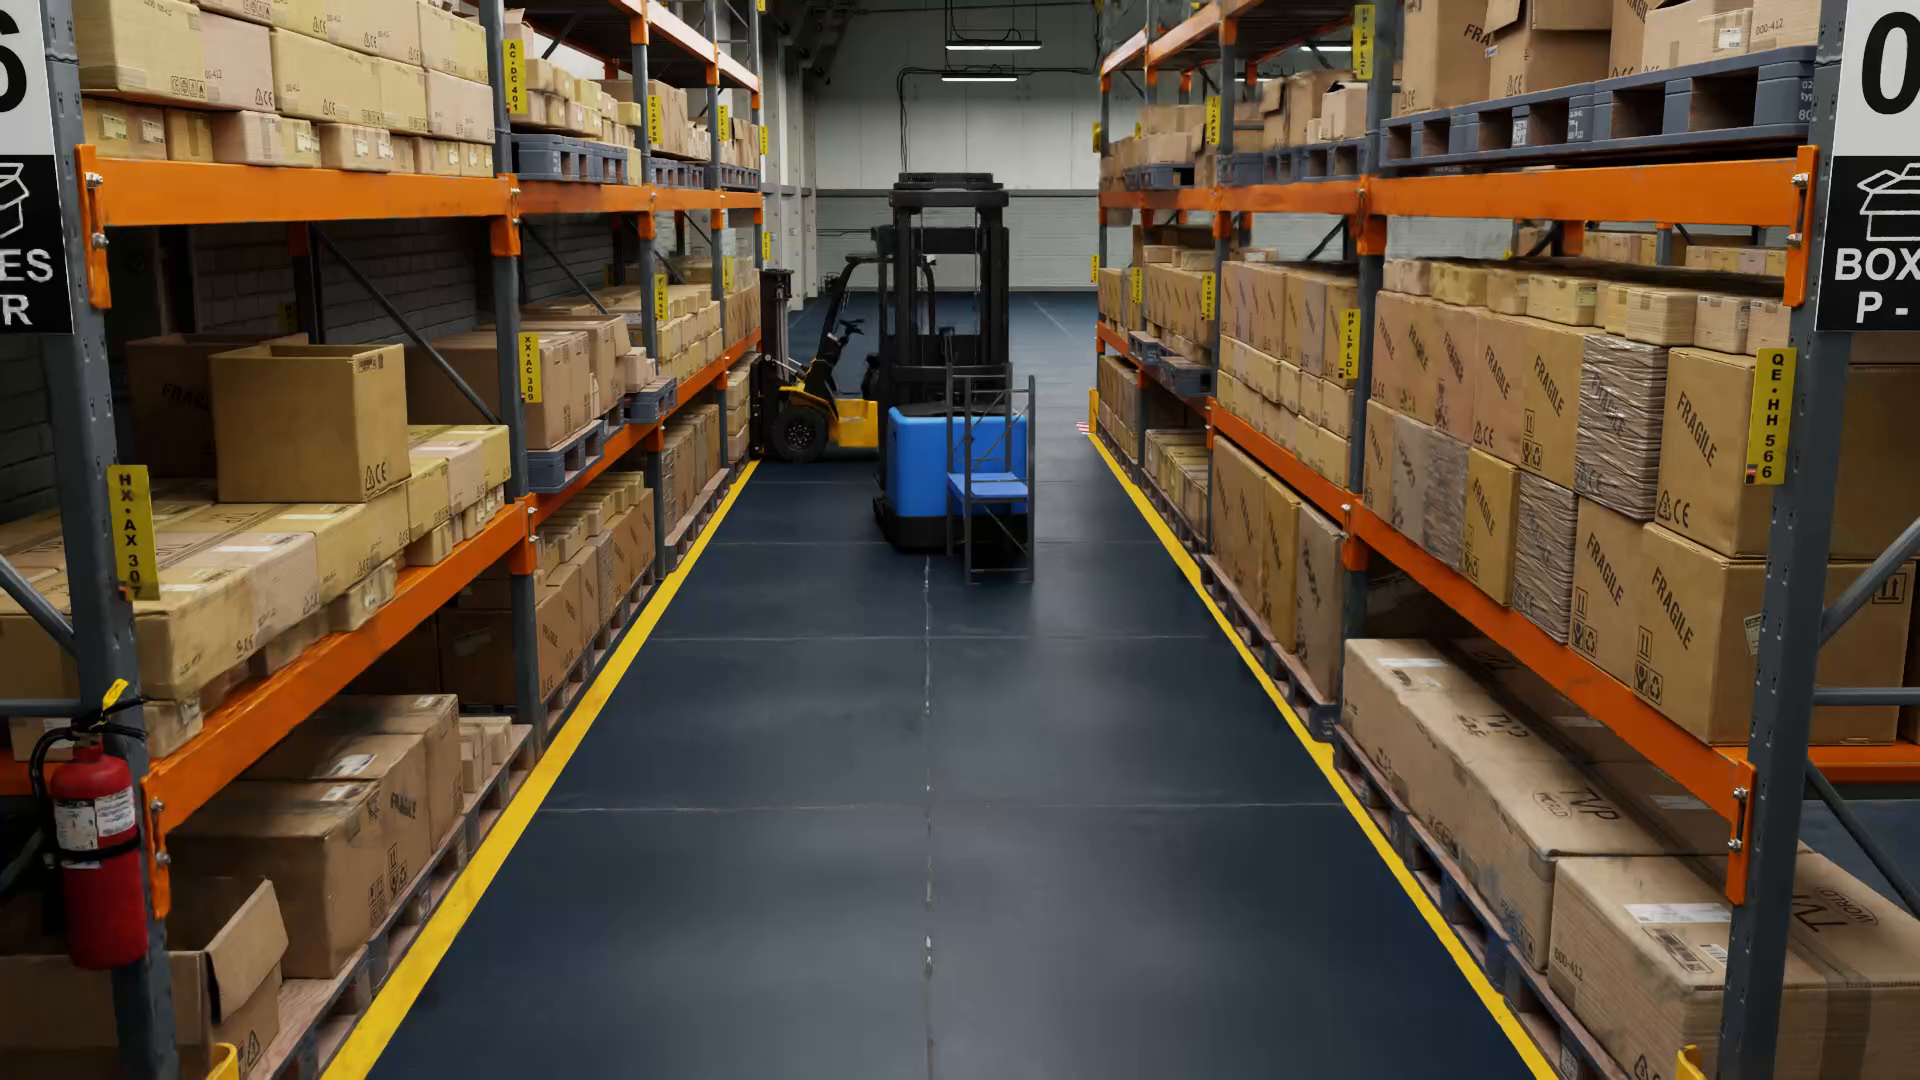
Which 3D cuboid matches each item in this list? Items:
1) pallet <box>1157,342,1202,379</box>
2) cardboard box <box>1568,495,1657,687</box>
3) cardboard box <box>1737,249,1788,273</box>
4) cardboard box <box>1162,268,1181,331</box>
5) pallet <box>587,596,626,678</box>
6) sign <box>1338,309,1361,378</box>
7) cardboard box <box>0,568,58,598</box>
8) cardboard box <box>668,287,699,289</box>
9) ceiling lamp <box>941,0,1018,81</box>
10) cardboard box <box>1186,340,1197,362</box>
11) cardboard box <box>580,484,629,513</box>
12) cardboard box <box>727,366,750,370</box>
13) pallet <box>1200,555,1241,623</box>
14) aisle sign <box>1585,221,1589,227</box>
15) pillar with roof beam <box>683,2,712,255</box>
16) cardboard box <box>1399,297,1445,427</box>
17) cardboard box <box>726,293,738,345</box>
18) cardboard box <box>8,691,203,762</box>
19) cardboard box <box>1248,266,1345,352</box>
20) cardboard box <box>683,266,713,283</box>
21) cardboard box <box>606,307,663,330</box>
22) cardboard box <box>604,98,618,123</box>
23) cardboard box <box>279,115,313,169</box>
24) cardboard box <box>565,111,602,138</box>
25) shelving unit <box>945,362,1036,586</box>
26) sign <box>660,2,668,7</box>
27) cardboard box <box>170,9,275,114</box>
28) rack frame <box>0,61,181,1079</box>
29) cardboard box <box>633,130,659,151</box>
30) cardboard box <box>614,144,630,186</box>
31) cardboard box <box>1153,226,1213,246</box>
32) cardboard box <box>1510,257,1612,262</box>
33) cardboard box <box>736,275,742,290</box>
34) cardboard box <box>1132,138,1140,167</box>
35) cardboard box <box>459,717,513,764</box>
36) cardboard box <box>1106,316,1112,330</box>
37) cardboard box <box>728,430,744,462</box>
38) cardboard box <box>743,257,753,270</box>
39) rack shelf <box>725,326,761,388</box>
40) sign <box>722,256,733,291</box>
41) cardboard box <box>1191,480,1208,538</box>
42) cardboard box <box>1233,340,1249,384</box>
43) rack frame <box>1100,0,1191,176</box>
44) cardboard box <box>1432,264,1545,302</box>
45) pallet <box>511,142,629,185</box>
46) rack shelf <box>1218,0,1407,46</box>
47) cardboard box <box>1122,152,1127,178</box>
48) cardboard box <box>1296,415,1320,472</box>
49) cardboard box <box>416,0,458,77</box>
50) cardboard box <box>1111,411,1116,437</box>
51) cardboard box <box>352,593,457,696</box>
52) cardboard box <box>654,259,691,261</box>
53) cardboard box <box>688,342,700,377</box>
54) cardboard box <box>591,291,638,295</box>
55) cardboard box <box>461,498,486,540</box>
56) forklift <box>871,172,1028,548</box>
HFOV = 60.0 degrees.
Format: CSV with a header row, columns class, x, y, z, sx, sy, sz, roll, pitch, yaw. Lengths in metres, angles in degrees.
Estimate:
class,x,y,z,sx,sy,sz,roll,pitch,yaw
pallet,2.226,-1.499,13.885,1.003,0.211,1.213,0,11,-1
cardboard box,2.203,0.147,5.038,0.500,0.500,0.500,0,11,-2
cardboard box,7.211,-2.273,14.451,0.700,0.500,0.500,0,11,-1
cardboard box,1.977,-2.001,13.821,0.500,0.500,0.500,-1,11,-3
pallet,-2.655,0.579,10.175,1.003,0.211,1.213,0,11,-1
sign,1.848,-0.929,7.880,0.100,0.325,0.005,0,11,-1
cardboard box,-2.764,0.249,4.415,0.500,0.250,0.500,0,11,1
cardboard box,-2.532,-2.173,14.844,0.380,0.149,0.250,0,11,-1
ceiling lamp,0.502,-13.642,43.489,2.000,3.185,0.800,0,11,-1
cardboard box,1.938,-1.449,12.734,0.380,0.149,0.250,0,11,-2
cardboard box,-2.393,-0.273,10.961,0.380,0.149,0.250,-1,11,-3
cardboard box,-2.459,-1.724,17.858,0.500,0.250,0.500,0,11,-2
pallet,2.249,0.324,11.430,1.003,0.211,1.213,0,11,-1
aisle sign,7.388,-4.120,19.782,0.394,0.787,0.004,0,11,-1
pillar with roof beam,0.473,-6.777,24.331,9.100,9.000,0.400,0,11,-1
cardboard box,2.162,-0.747,6.932,0.500,0.500,0.500,0,11,-2
cardboard box,-2.513,-2.215,16.682,0.500,0.500,0.500,0,11,0
cardboard box,-2.222,0.469,4.337,0.380,0.149,0.250,0,11,-2
cardboard box,2.089,-1.438,10.336,0.500,0.500,0.500,0,11,0
cardboard box,-2.447,-2.551,15.957,0.380,0.149,0.250,0,11,0
cardboard box,-2.367,-1.610,12.067,0.380,0.149,0.250,0,11,1
cardboard box,-2.396,-2.744,10.620,0.380,0.149,0.250,-1,11,-3
cardboard box,-2.198,-1.204,5.039,0.380,0.149,0.250,0,11,-1
cardboard box,-2.238,-2.351,9.385,0.380,0.149,0.250,0,11,0
shelving unit,0.215,-0.516,12.333,0.538,1.500,1.048,-2,12,-7
sign,-3.375,-6.243,18.951,0.100,0.325,0.005,0,11,-1
cardboard box,-2.256,-1.321,4.609,0.500,0.250,0.500,0,11,0
rack frame,-2.489,0.412,3.984,1.000,3.000,0.127,0,11,-1
cardboard box,-2.358,-2.859,11.844,0.380,0.166,0.250,0,11,-1
cardboard box,-2.390,-2.374,10.549,0.500,0.250,0.500,0,11,-1
cardboard box,2.359,-3.073,17.645,0.700,0.500,0.500,0,11,-2
cardboard box,2.715,-1.201,7.539,0.380,0.149,0.250,0,11,-2
cardboard box,-2.493,-2.712,17.501,0.380,0.149,0.250,0,11,-2
cardboard box,1.836,-3.479,14.941,0.500,0.250,0.500,-1,11,-3
cardboard box,-2.267,0.918,7.605,0.380,0.149,0.250,-1,11,-3
cardboard box,1.846,-2.444,18.695,0.380,0.149,0.250,0,11,0
cardboard box,-2.416,-0.929,16.455,0.500,0.250,0.500,0,11,-1
cardboard box,-2.533,-3.110,18.714,0.380,0.149,0.250,0,11,0
rack shelf,-2.779,-2.018,17.773,1.077,0.370,4.000,0,11,-1
sign,-2.195,-2.506,15.655,0.100,0.325,0.005,0,11,-1
cardboard box,2.306,-0.230,12.700,0.950,0.372,0.625,-1,12,-5
cardboard box,2.081,-1.166,10.884,0.500,0.250,0.500,0,11,0
rack frame,2.143,-5.730,19.169,1.000,3.000,0.127,0,11,-1
cardboard box,2.150,-1.046,6.774,0.380,0.149,0.250,0,11,-2
pallet,-2.540,-2.097,9.281,1.213,0.211,1.003,0,11,-1
rack shelf,2.349,-3.193,9.482,1.077,0.370,4.000,0,11,-1
cardboard box,1.939,-3.825,16.956,0.500,0.250,0.500,0,11,-2
cardboard box,2.120,-0.520,8.956,0.500,0.250,0.500,0,11,-2
cardboard box,-2.302,-1.970,6.554,0.500,0.250,0.500,0,11,-2
cardboard box,1.910,-1.277,18.167,0.500,0.250,0.500,1,11,3
cardboard box,-2.878,0.540,8.585,0.500,0.500,0.500,0,11,-1
cardboard box,-3.108,-2.955,17.949,0.380,0.149,0.250,-1,11,-3
cardboard box,-2.452,-1.500,13.783,0.500,0.250,0.500,0,11,1
cardboard box,-2.981,-2.066,14.316,0.380,0.149,0.250,0,11,-1
cardboard box,-2.256,-0.094,7.112,0.380,0.149,0.250,0,11,0
forklift,-0.171,-1.620,14.170,1.130,2.935,3.031,-2,12,-7
